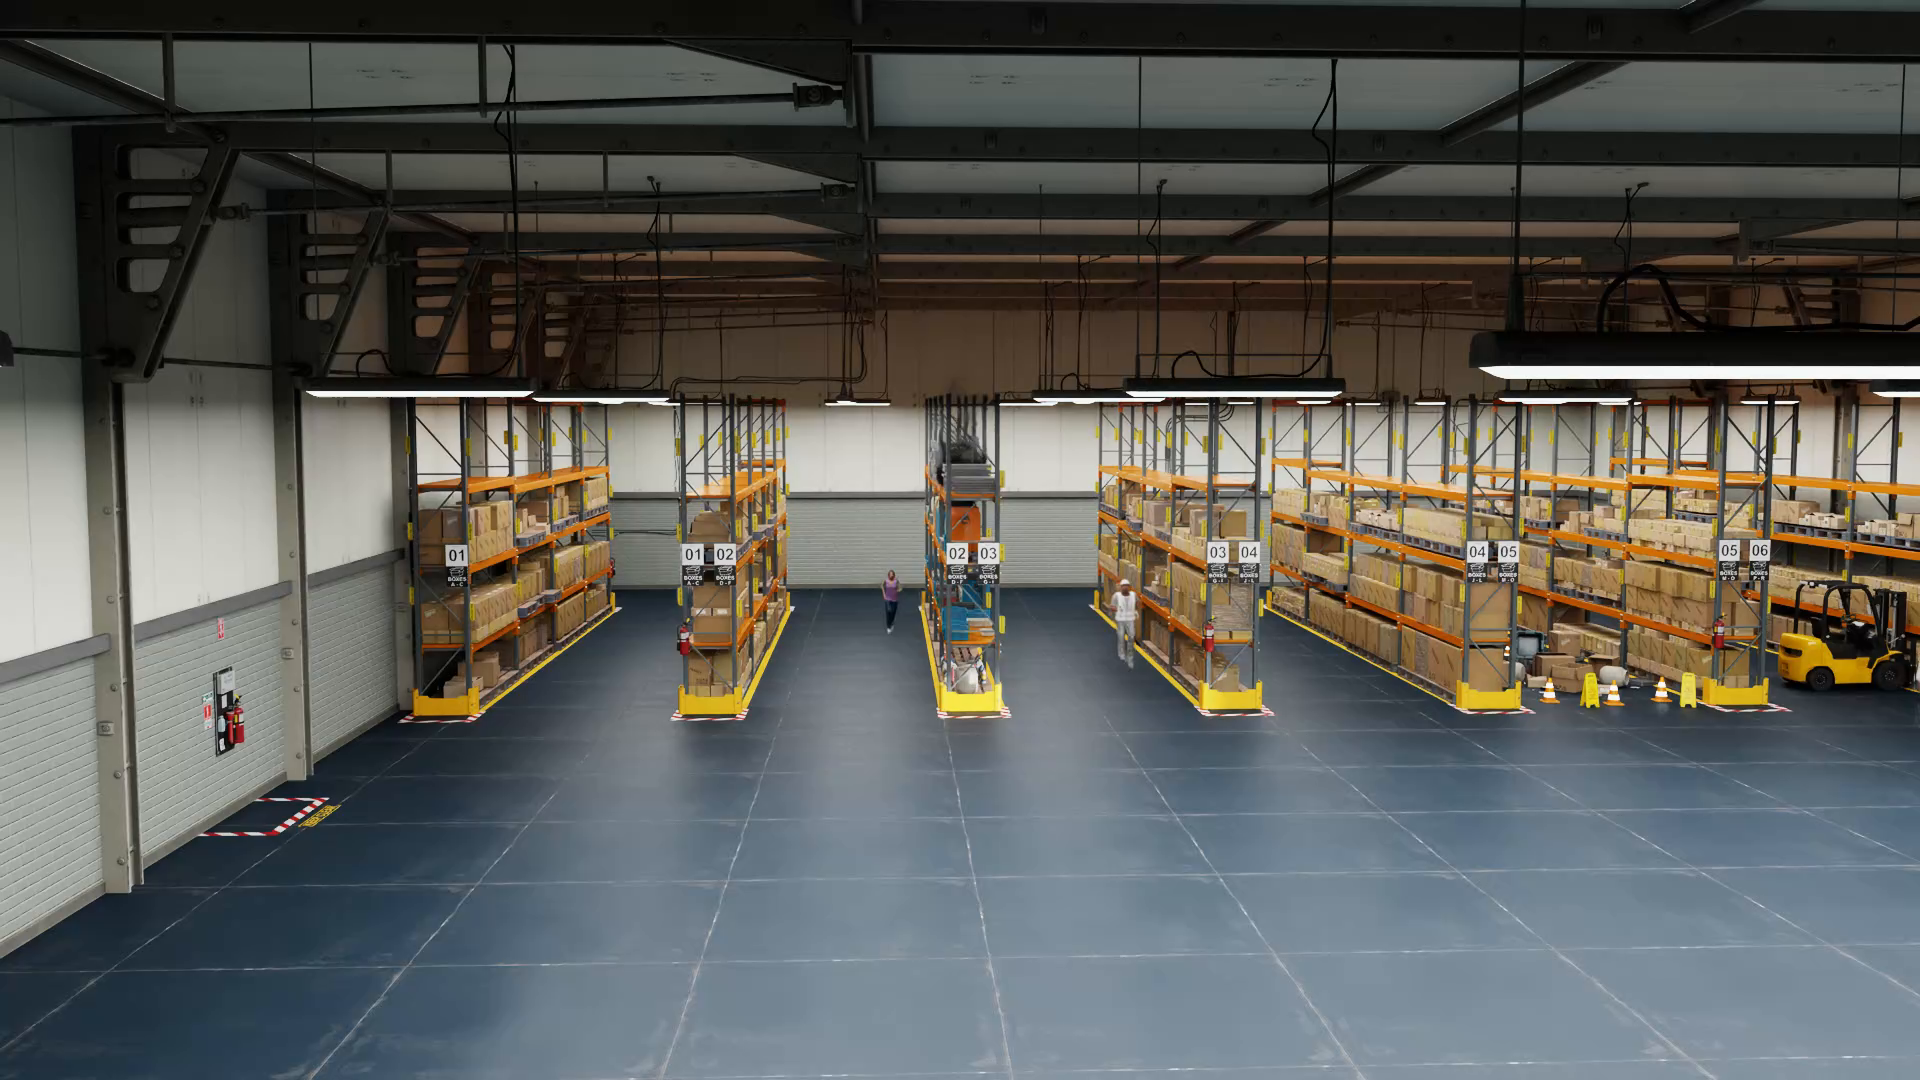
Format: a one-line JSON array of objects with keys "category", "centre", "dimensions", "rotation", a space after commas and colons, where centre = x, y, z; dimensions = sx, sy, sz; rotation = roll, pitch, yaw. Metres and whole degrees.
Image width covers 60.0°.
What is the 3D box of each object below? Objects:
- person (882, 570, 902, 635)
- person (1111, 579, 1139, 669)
[{"category": "person", "centre": [-1.741, 1.573, 42.575], "dimensions": [0.506, 1.630, 0.931], "rotation": [-1, 5, -7]}, {"category": "person", "centre": [3.527, 1.777, 35.406], "dimensions": [0.653, 1.890, 0.733], "rotation": [0, 5, -2]}]
